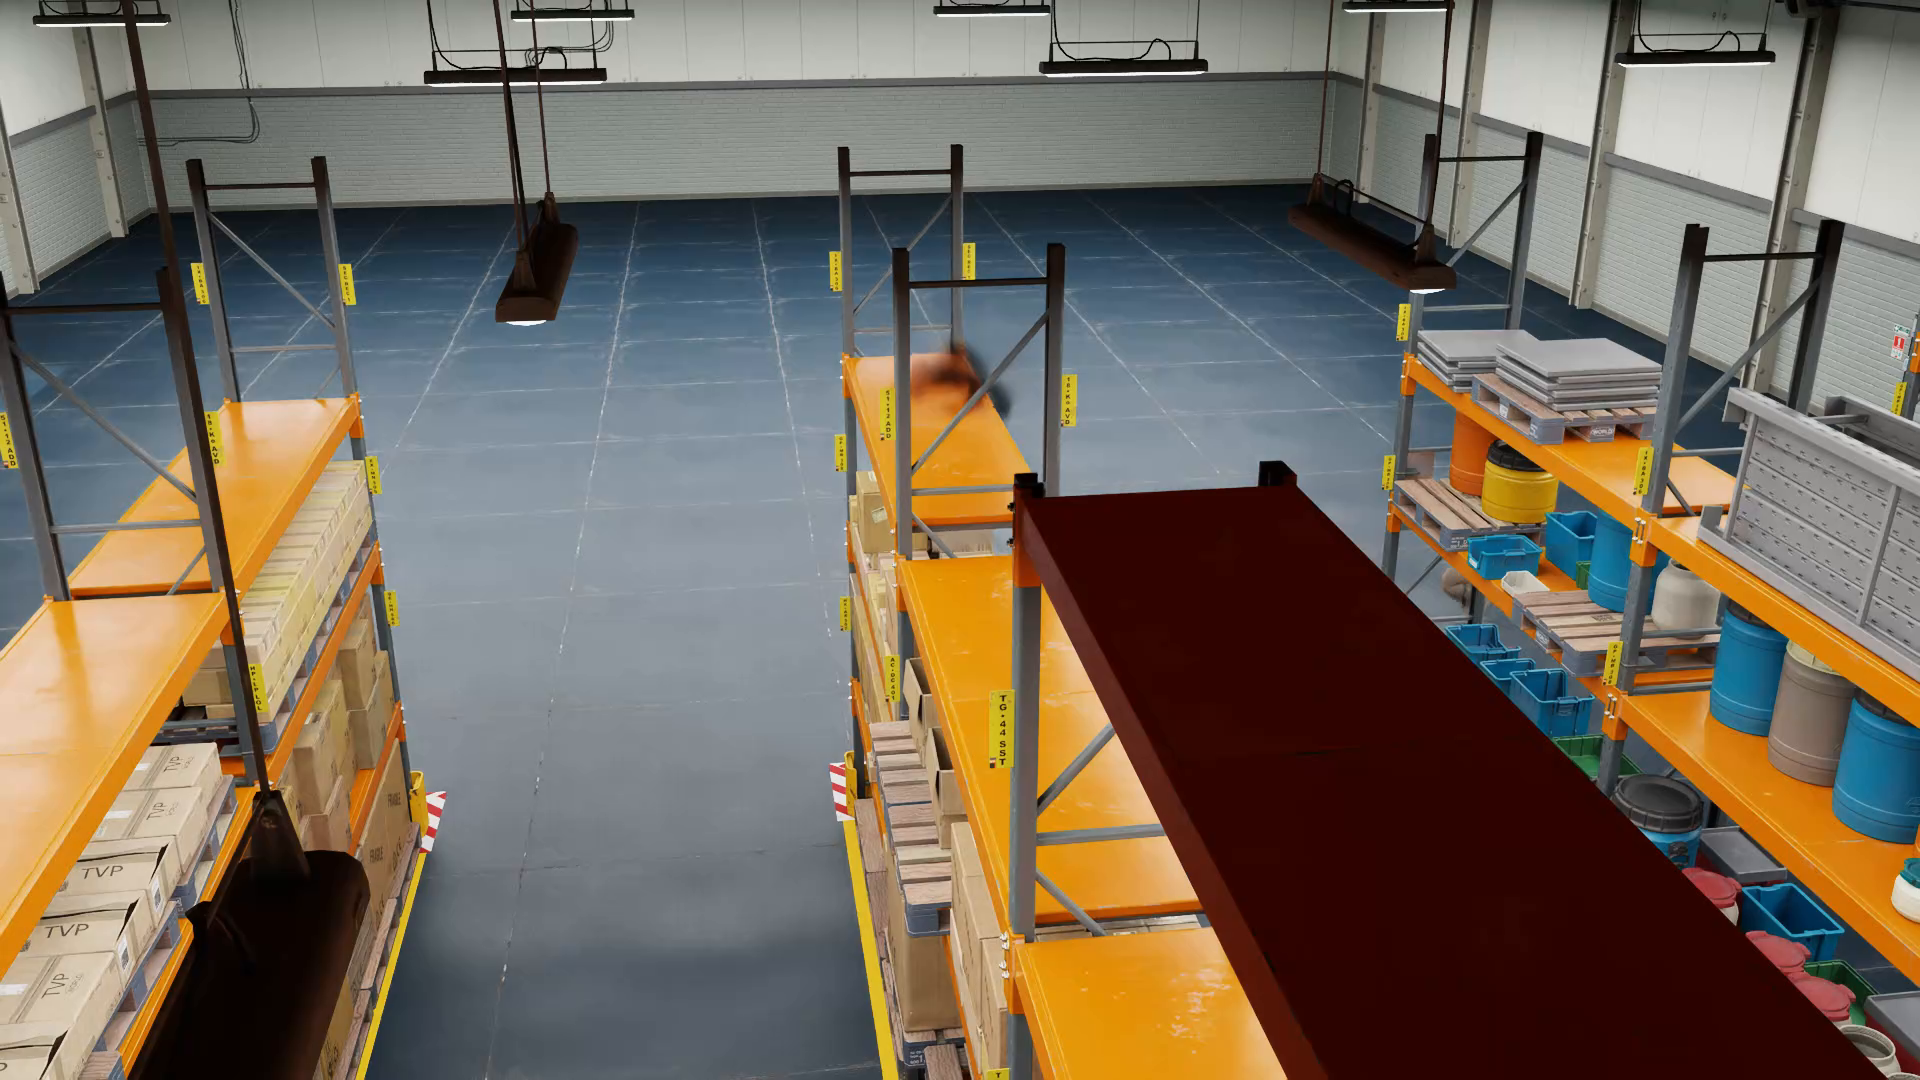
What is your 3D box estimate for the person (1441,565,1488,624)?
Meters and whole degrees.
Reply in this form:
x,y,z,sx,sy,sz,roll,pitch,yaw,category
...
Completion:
x,y,z,sx,sy,sz,roll,pitch,yaw,category
5.794,0.183,18.913,0.540,1.692,0.669,8,23,20,person
